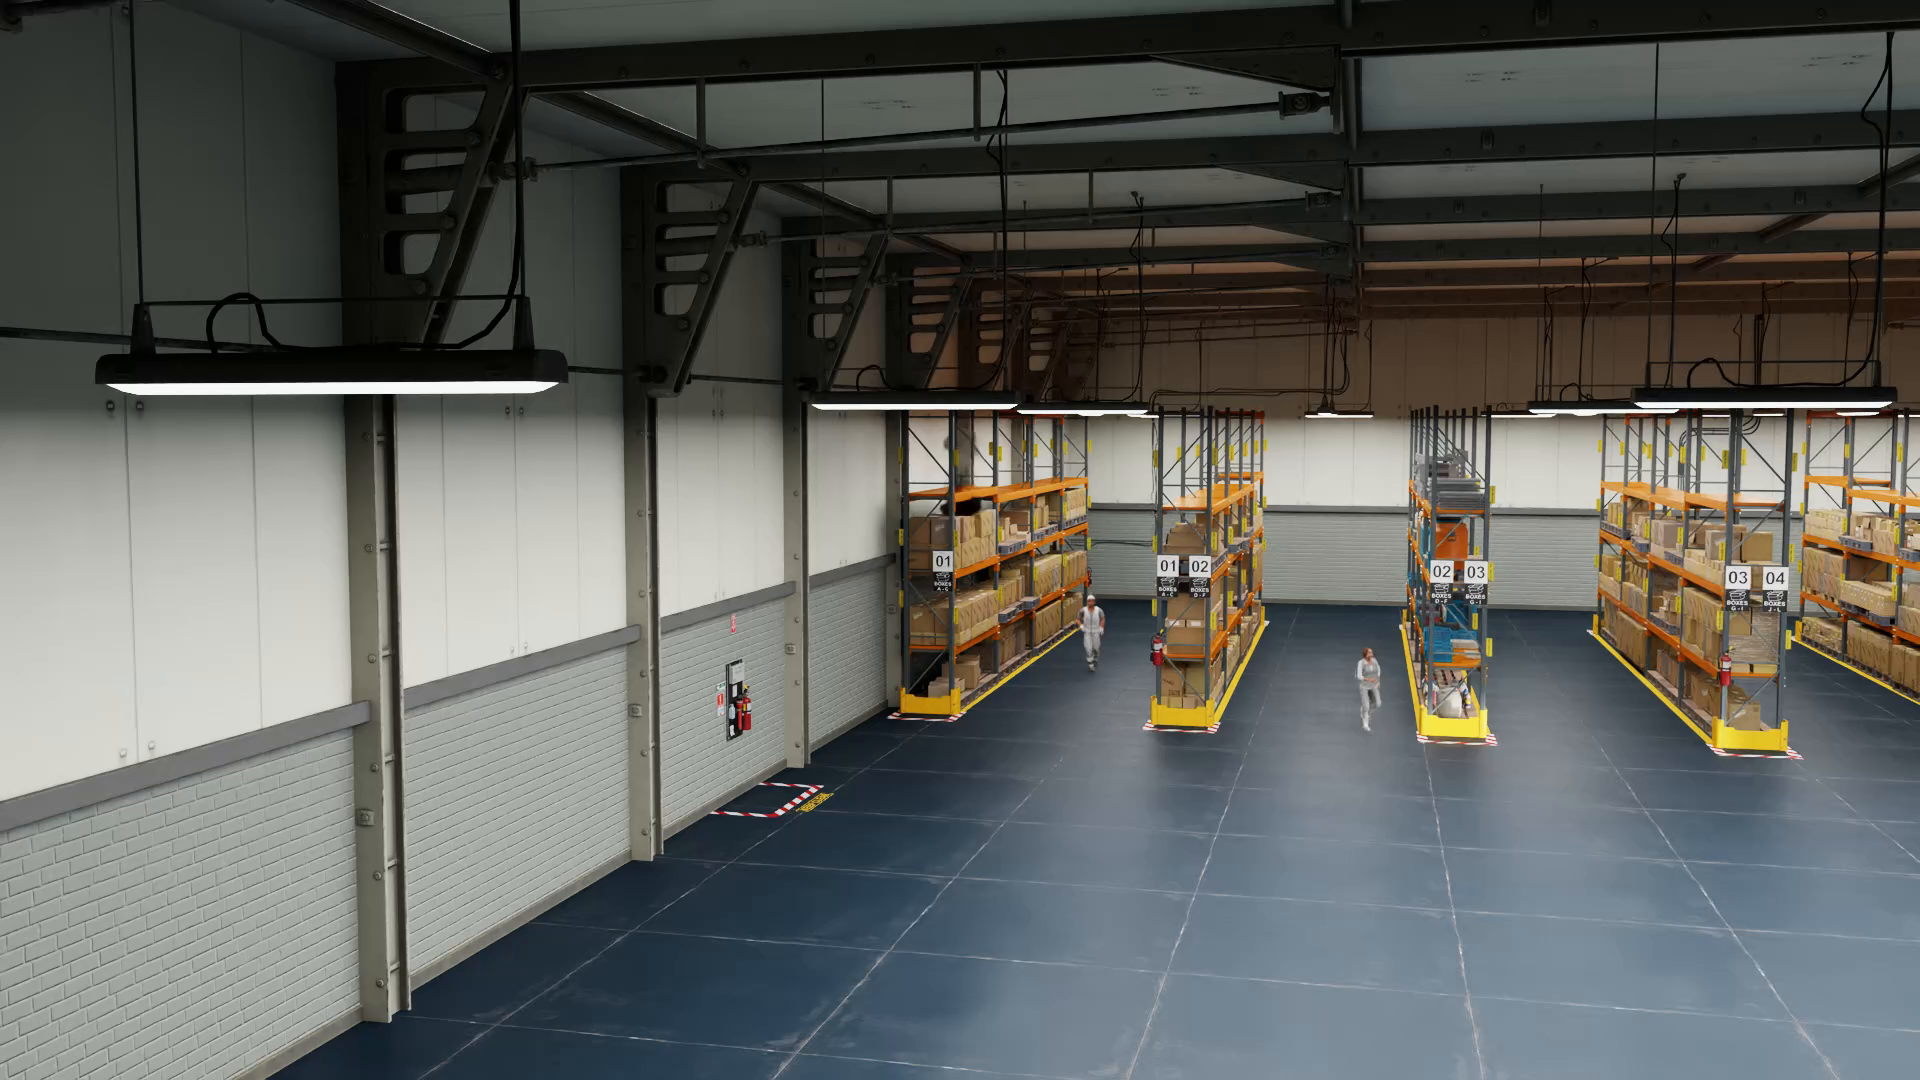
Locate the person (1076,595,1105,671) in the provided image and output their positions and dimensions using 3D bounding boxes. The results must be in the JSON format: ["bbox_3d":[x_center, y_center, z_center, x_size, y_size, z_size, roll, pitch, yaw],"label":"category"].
[{"bbox_3d":[2.978,2.126,37.956,0.659,1.745,0.590,0,4,3],"label":"person"}]

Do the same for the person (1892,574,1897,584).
[{"bbox_3d":[24.504,1.701,43.890,0.728,1.797,0.669,0,4,7],"label":"person"}]

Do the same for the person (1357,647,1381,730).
[{"bbox_3d":[7.582,2.748,30.684,0.547,1.572,0.593,-1,4,-14],"label":"person"}]
